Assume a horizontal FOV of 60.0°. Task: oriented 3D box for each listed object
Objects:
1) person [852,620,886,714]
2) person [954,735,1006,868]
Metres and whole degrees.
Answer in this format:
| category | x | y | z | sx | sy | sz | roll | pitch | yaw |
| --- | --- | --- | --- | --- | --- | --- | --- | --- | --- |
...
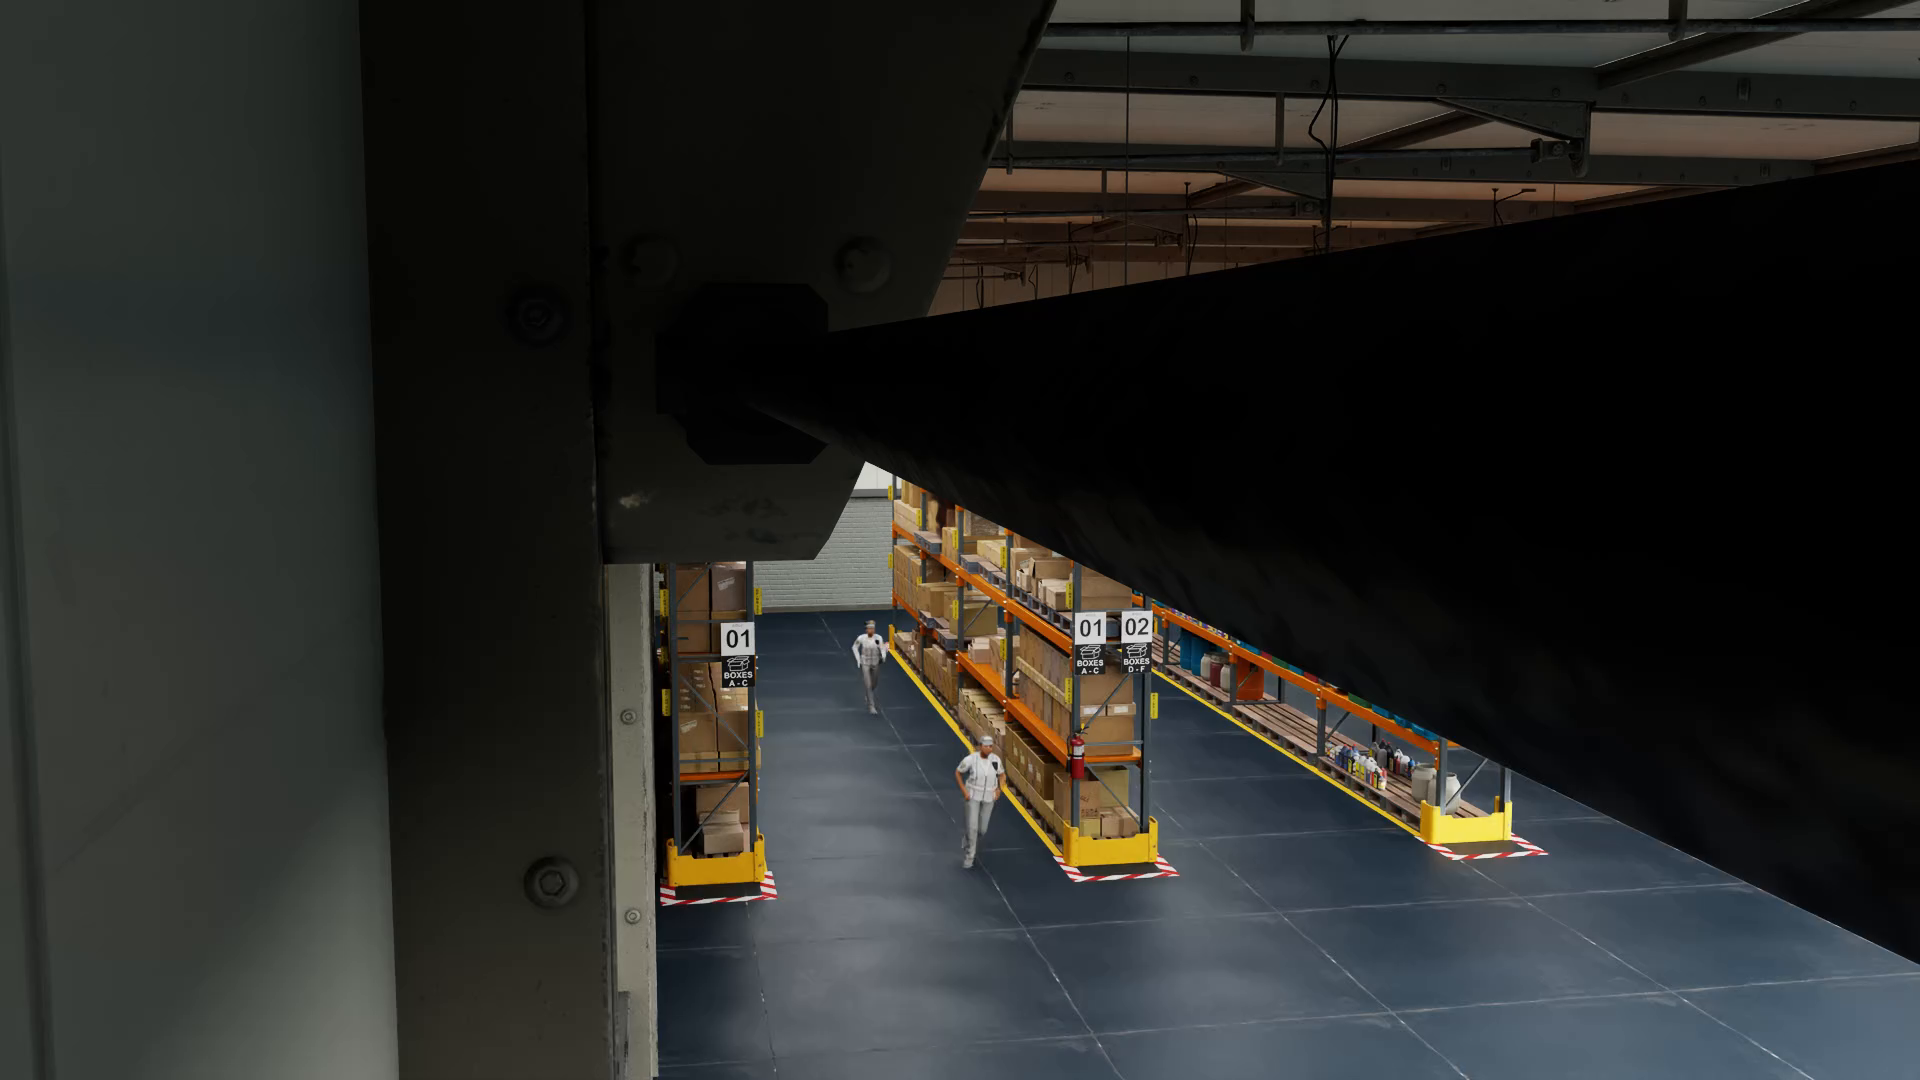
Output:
| category | x | y | z | sx | sy | sz | roll | pitch | yaw |
| --- | --- | --- | --- | --- | --- | --- | --- | --- | --- |
| person | -1.644 | 2.259 | 30.125 | 0.600 | 1.678 | 0.803 | -2 | 6 | -15 |
| person | 0.259 | 3.261 | 21.097 | 0.667 | 1.621 | 0.707 | -2 | 6 | -15 |
